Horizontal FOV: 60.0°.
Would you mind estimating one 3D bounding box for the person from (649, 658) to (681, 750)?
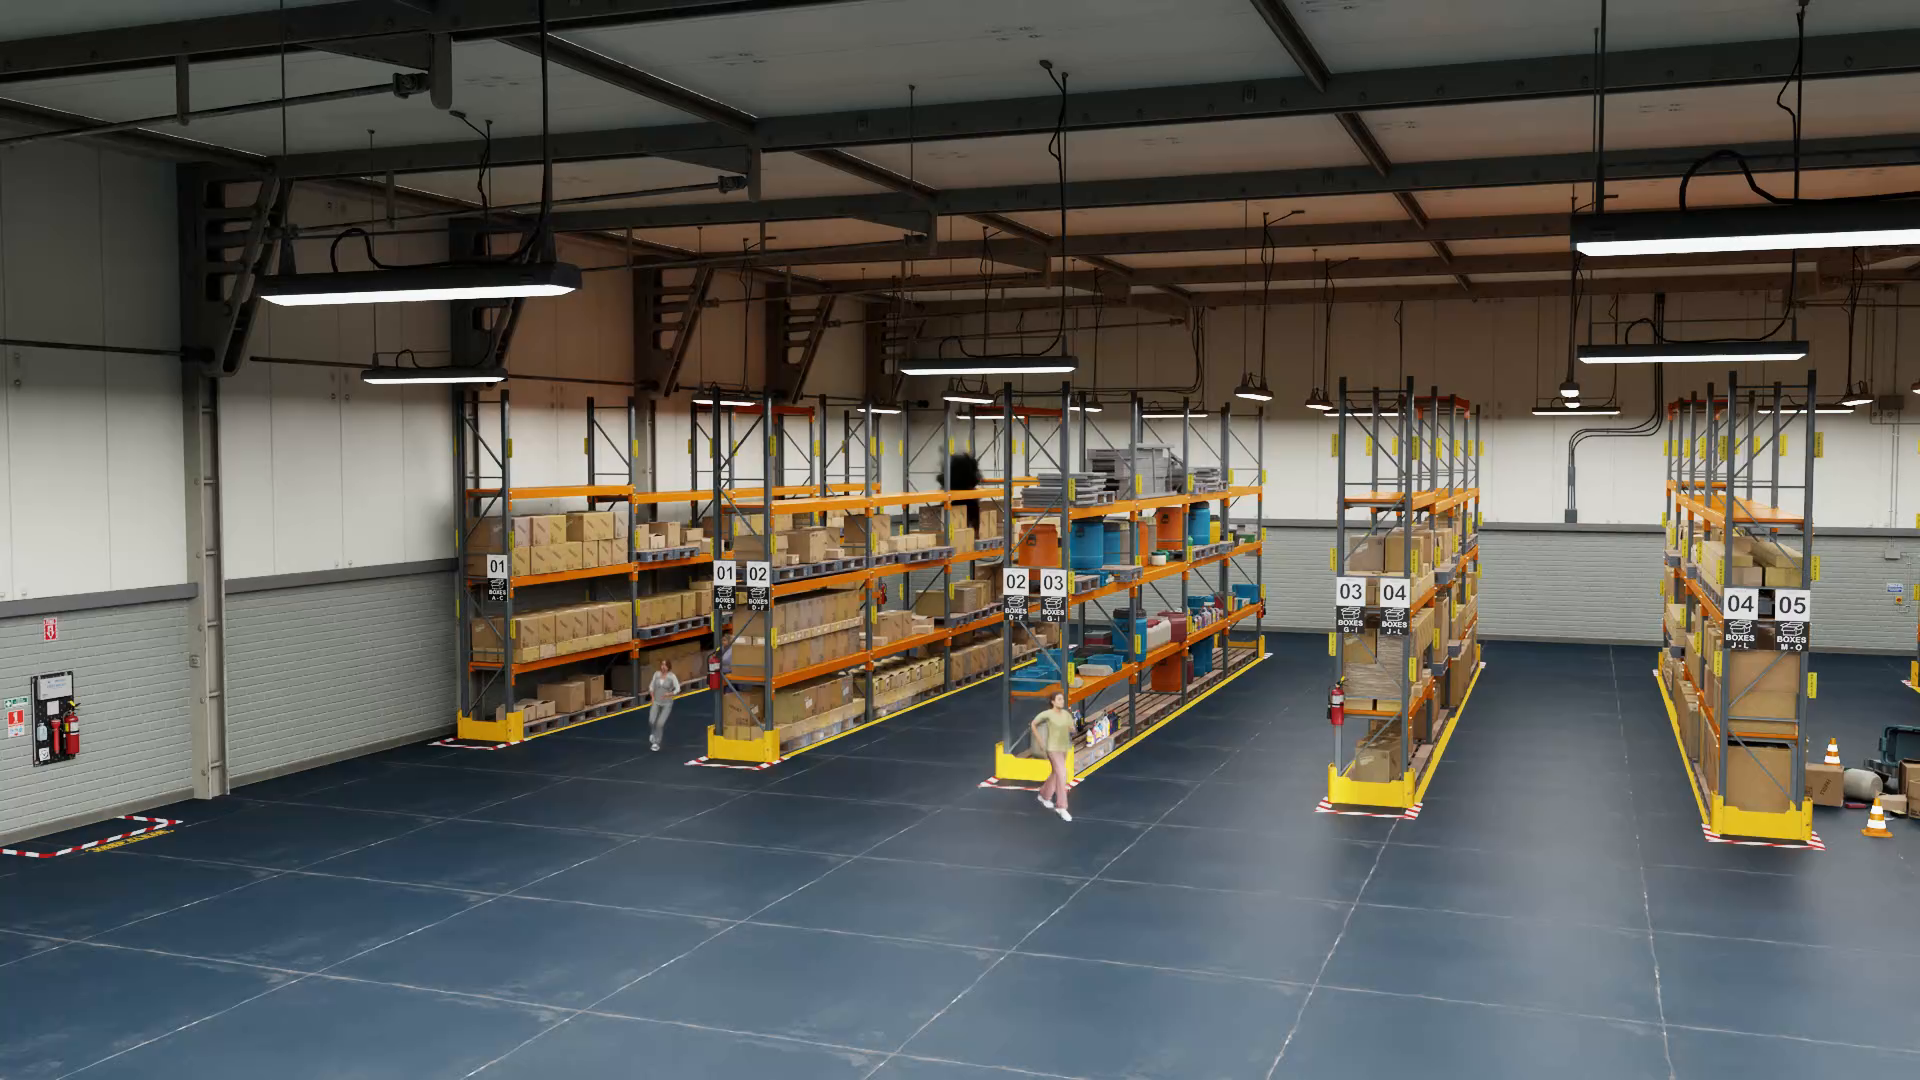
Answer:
[{"bbox_3d":[-4.916,2.736,27.577,0.556,1.511,0.481,0,3,3],"label":"person"}]

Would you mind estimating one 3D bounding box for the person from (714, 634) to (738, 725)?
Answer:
[{"bbox_3d":[-4.179,2.522,29.872,0.599,1.629,0.919,1,3,18],"label":"person"}]

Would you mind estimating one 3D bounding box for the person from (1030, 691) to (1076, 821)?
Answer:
[{"bbox_3d":[1.312,2.908,22.678,0.551,1.720,0.807,-3,4,-40],"label":"person"}]
